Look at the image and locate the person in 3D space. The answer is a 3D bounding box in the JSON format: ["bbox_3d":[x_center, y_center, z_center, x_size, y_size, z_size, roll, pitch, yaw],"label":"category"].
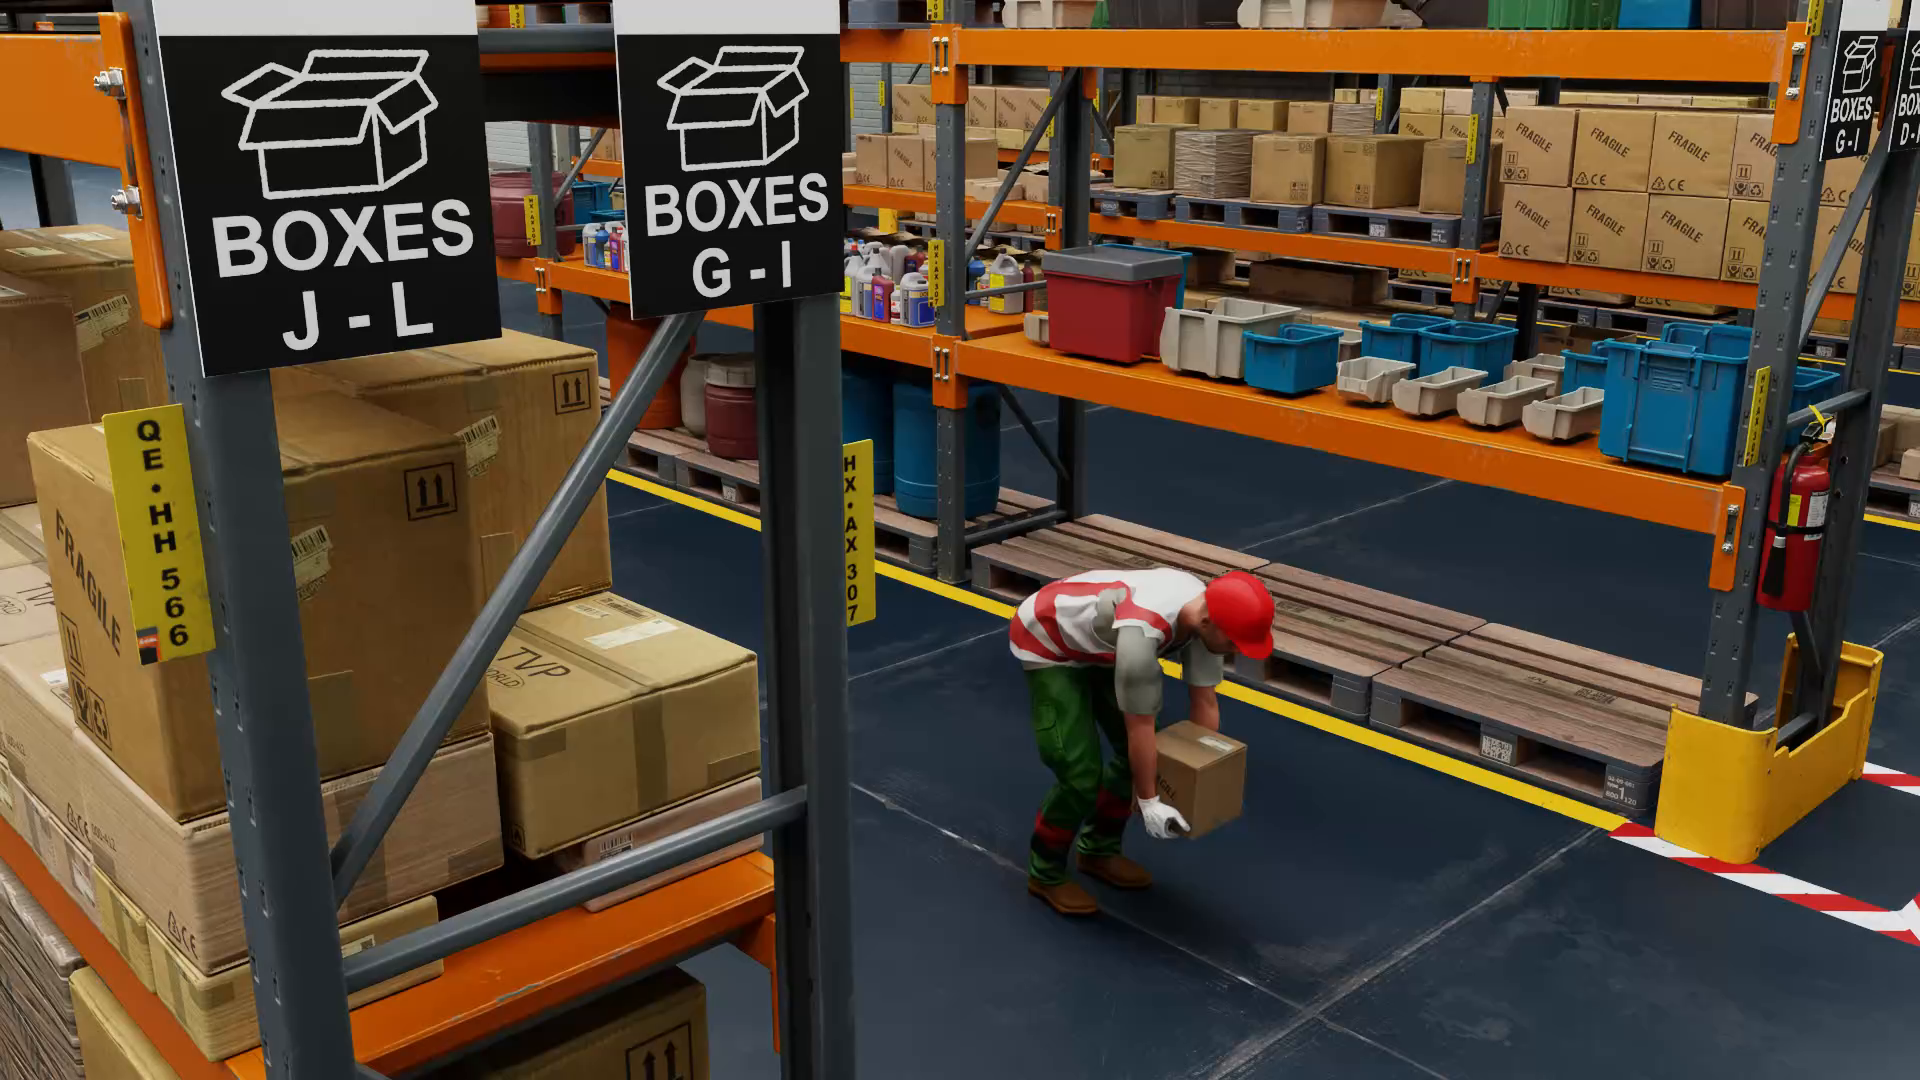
[{"bbox_3d":[0.575,0.628,5.362,0.927,1.258,0.507,16,23,42],"label":"person"}]
